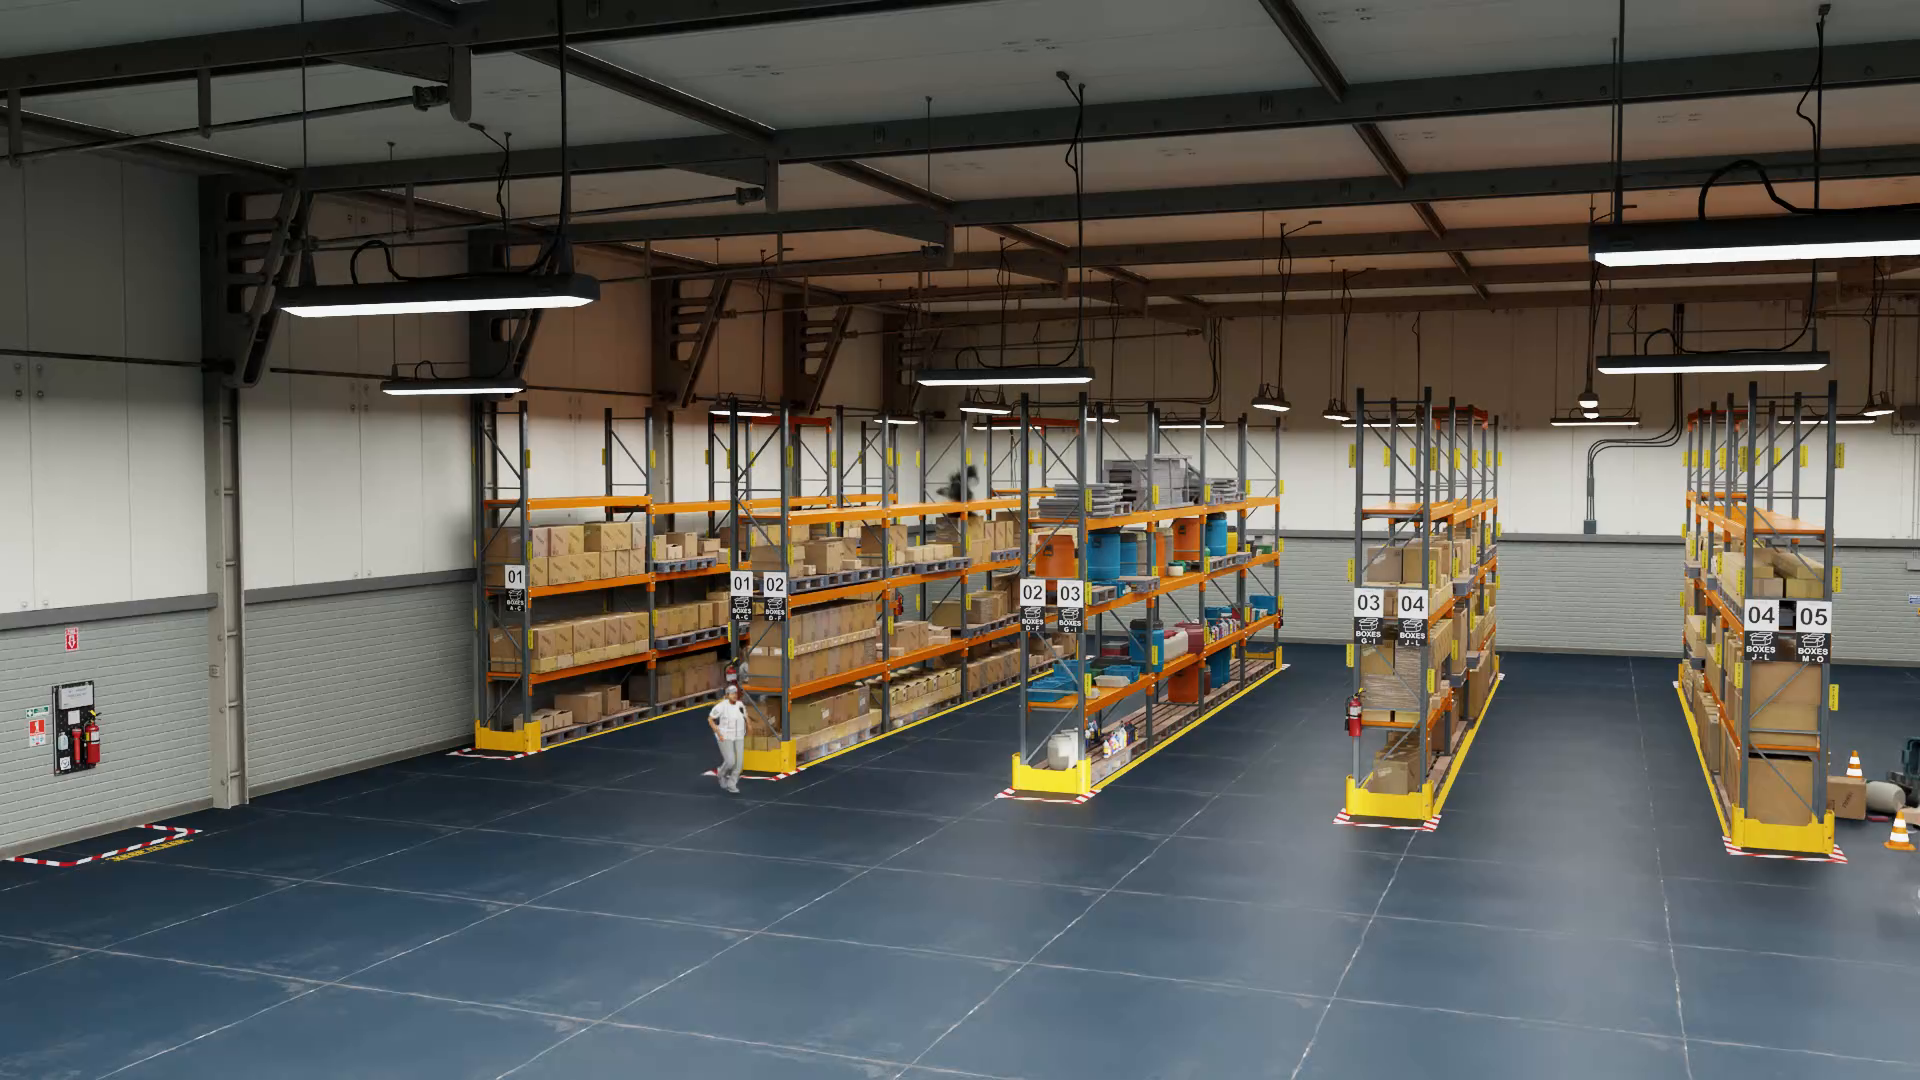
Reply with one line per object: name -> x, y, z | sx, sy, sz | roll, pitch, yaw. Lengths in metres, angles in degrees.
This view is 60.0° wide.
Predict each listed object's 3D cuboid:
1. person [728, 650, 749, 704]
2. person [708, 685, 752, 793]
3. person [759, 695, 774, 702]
person -> -3.999, 2.754, 29.964 | 0.548, 1.568, 0.805 | 1, 3, 14
person -> -3.417, 2.985, 24.960 | 0.647, 1.619, 0.582 | -2, 3, -35
person -> -3.480, 2.654, 30.570 | 0.580, 1.716, 0.872 | 1, 3, 19
